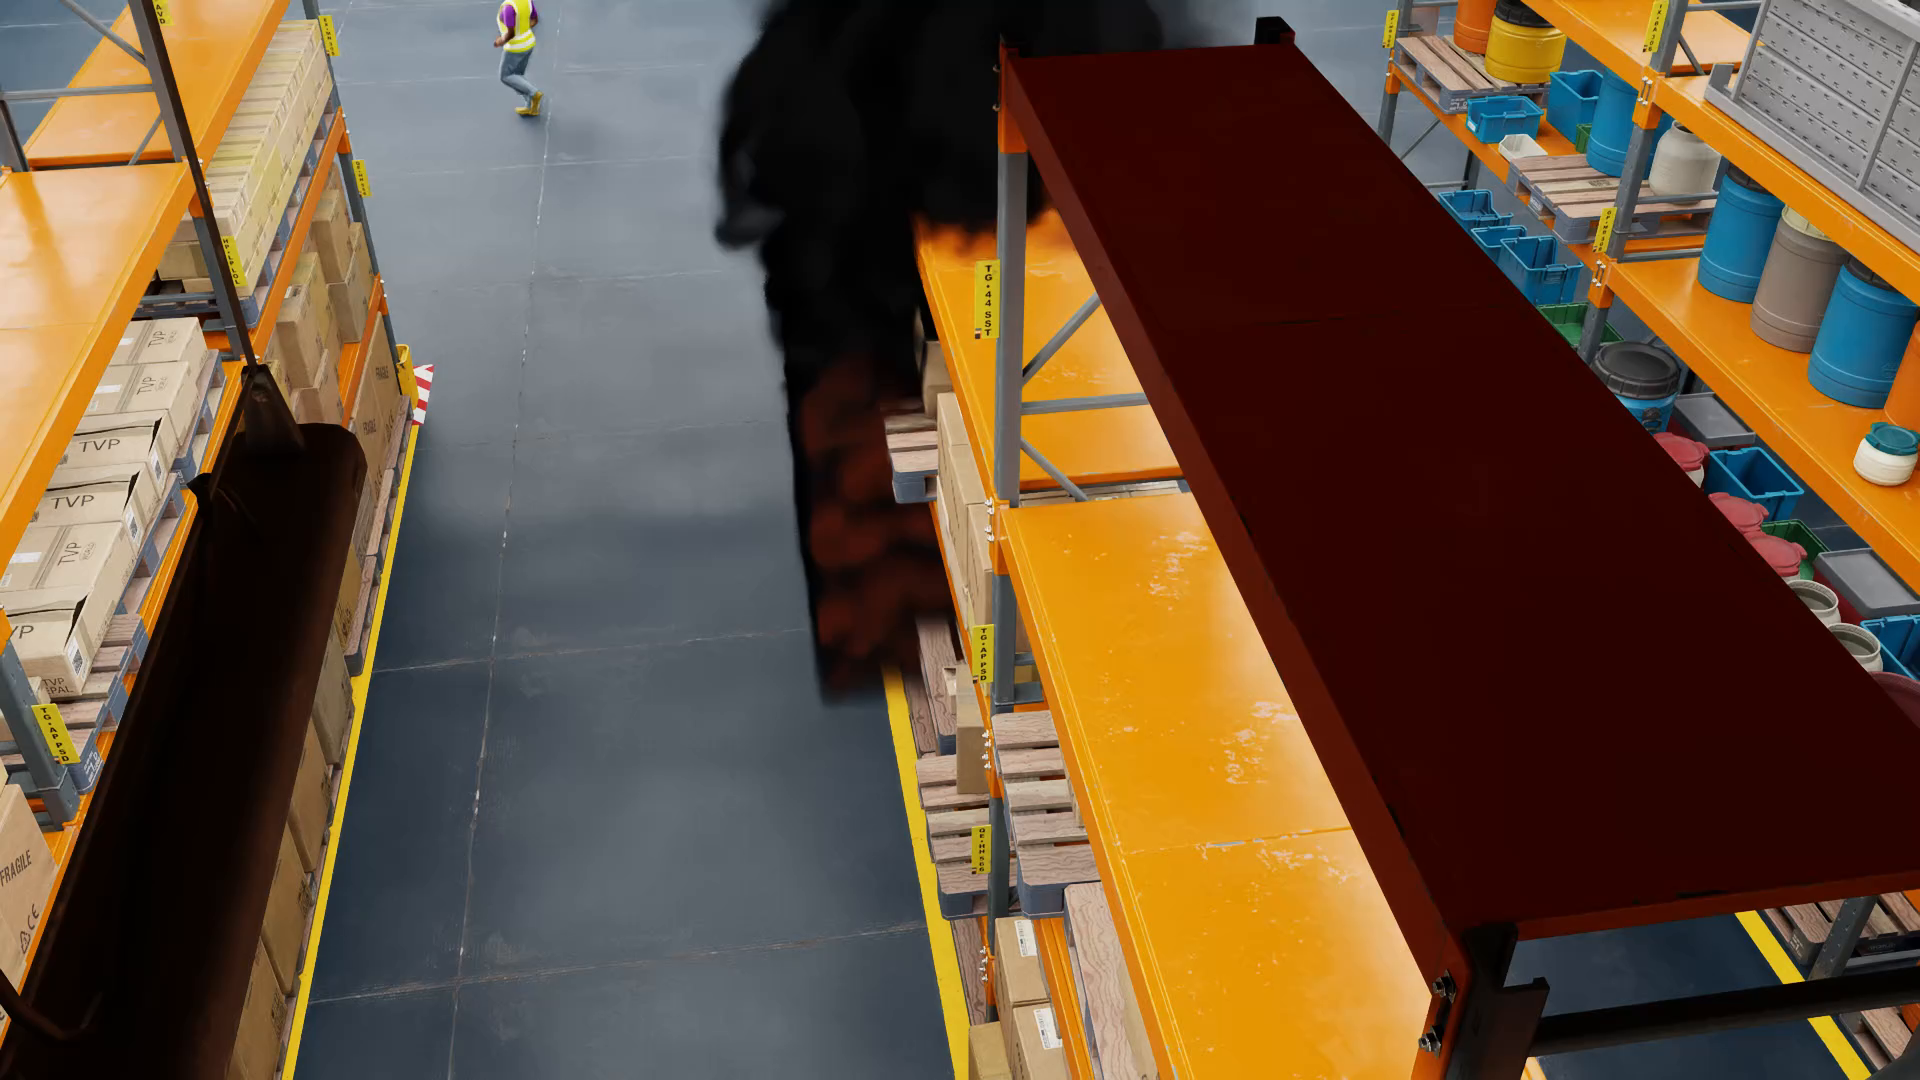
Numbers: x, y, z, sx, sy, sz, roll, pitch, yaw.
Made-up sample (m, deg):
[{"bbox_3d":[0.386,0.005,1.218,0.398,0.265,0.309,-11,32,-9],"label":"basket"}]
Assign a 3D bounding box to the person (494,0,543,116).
[{"bbox_3d":[-5.349,-5.994,20.156,0.576,1.721,0.679,12,38,16],"label":"person"}]
